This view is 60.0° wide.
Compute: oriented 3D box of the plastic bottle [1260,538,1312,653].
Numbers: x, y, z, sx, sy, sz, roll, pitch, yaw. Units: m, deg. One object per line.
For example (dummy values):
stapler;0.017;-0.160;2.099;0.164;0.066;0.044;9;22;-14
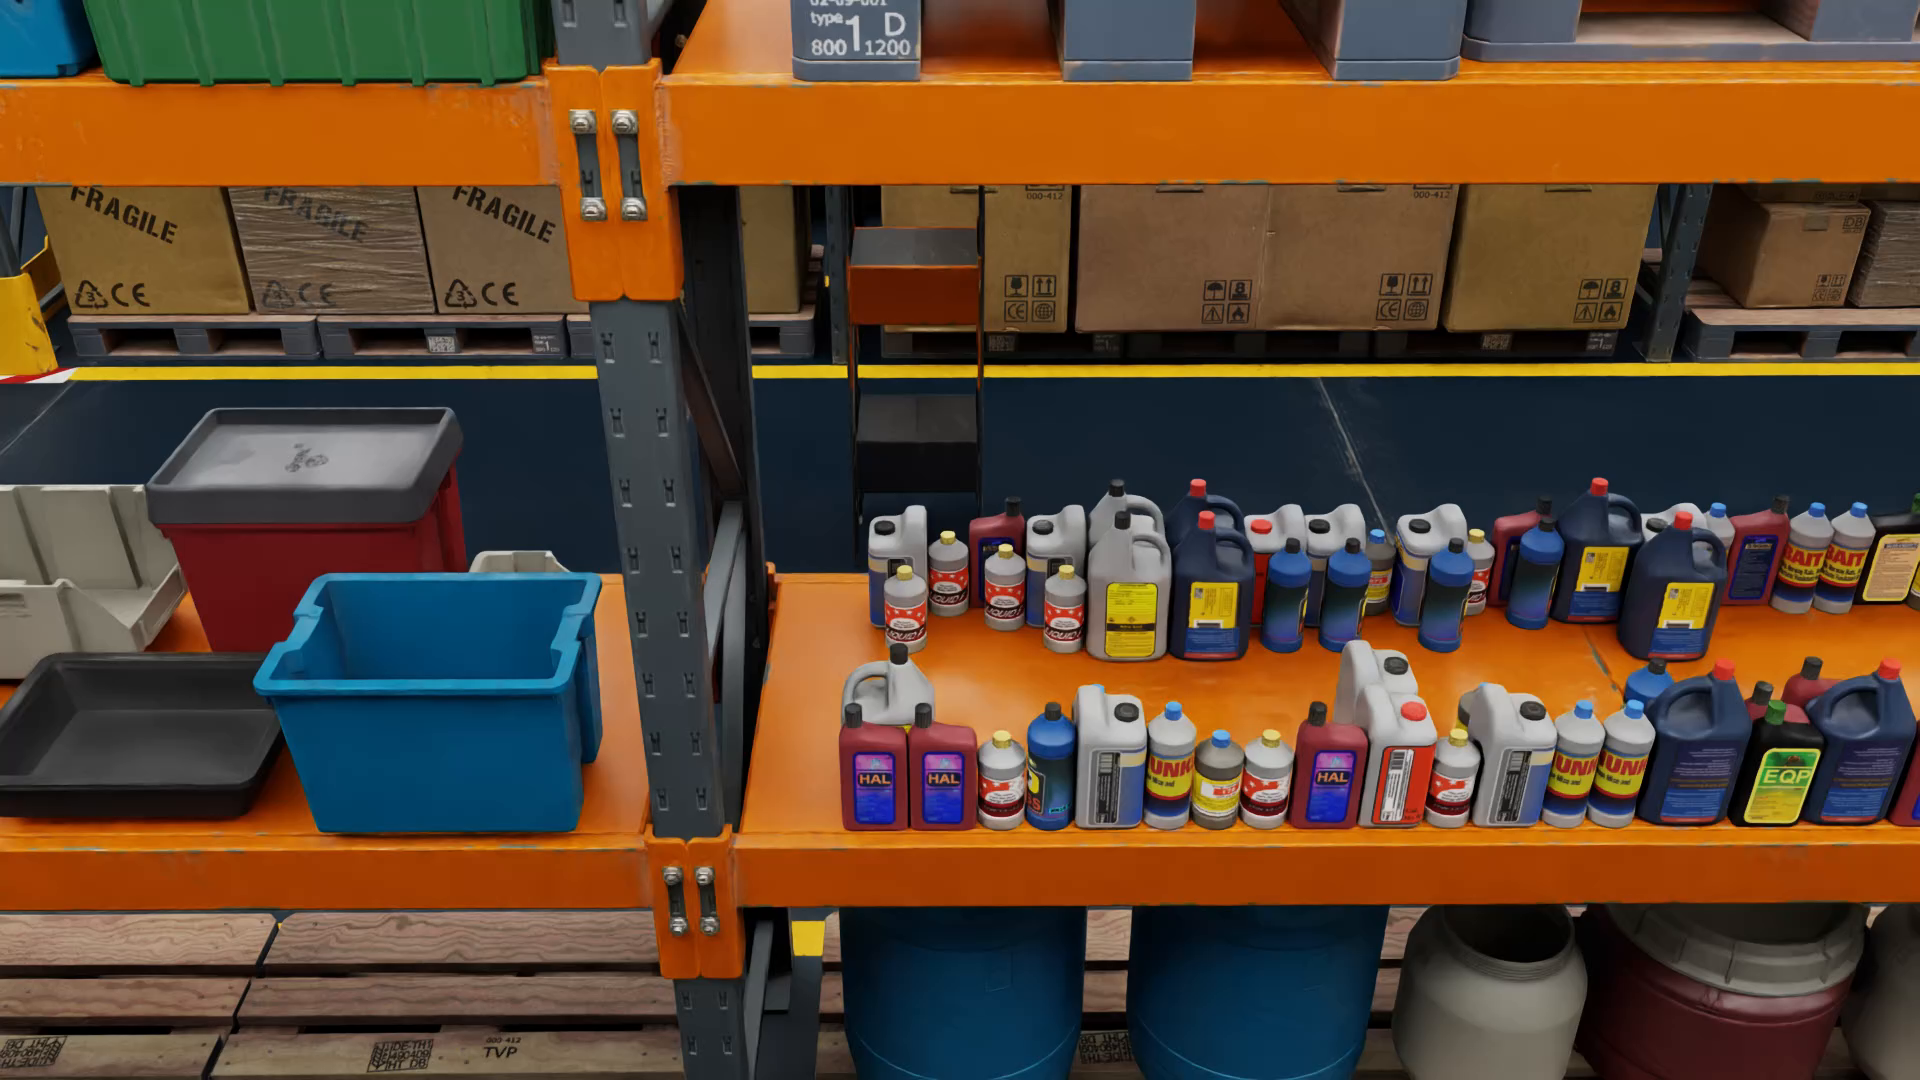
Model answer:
plastic bottle;0.745;0.119;3.786;0.097;0.271;0.097;0;31;0

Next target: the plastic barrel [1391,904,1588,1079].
plastic barrel;1.281;1.105;4.031;0.421;0.512;0.421;0;31;0

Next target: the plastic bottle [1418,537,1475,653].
plastic bottle;1.111;0.118;3.788;0.097;0.271;0.097;0;31;0

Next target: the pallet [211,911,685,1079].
pallet;-1.271;1.386;4.263;1.213;0.211;1.003;0;31;0

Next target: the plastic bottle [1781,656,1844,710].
plastic bottle;1.733;0.360;3.377;0.133;0.283;0.061;0;31;0

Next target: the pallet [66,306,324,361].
pallet;-3.767;-1.236;8.584;1.213;0.211;1.003;0;31;0

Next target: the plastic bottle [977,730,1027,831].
plastic bottle;0.082;0.466;3.282;0.097;0.201;0.097;0;31;0

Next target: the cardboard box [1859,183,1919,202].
cardboard box;4.634;-1.875;8.212;0.500;0.250;0.500;3;31;5

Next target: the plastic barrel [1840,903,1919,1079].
plastic barrel;2.410;1.101;4.037;0.421;0.512;0.421;0;31;0

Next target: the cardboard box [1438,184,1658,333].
cardboard box;2.744;-1.690;8.288;0.875;0.875;1.225;-2;31;-3

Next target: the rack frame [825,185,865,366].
rack frame;-0.566;-2.398;7.811;0.127;3.000;1.000;0;31;0

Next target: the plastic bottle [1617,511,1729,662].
plastic bottle;1.618;0.095;3.750;0.185;0.351;0.144;0;31;0

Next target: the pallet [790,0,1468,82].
pallet;0.247;-1.084;2.935;1.003;0.211;1.213;0;31;0

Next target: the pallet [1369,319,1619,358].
pallet;2.645;-1.255;8.615;1.213;0.211;1.003;0;31;0

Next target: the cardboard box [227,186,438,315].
cardboard box;-3.017;-1.703;8.309;0.875;0.875;0.875;0;31;0

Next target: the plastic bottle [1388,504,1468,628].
plastic bottle;1.092;0.051;3.893;0.135;0.276;0.152;0;31;0

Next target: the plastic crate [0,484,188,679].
plastic crate;-2.064;0.105;3.741;0.530;0.282;0.437;0;31;0

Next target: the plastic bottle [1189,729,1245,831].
plastic bottle;0.508;0.465;3.284;0.097;0.201;0.097;0;31;0

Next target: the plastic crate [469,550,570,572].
plastic crate;-1.003;0.186;3.749;0.243;0.136;0.396;0;31;0

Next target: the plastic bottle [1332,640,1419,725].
plastic bottle;0.854;0.339;3.420;0.135;0.276;0.152;0;31;0

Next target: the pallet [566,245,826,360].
pallet;-1.327;-1.244;8.597;1.213;0.211;1.003;0;31;0

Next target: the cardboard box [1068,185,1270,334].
cardboard box;0.967;-1.685;8.279;0.875;0.875;1.225;-1;31;-2

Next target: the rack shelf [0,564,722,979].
rack shelf;-2.536;0.485;3.753;4.000;0.370;1.077;0;31;0

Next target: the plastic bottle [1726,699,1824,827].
plastic bottle;1.601;0.436;3.253;0.133;0.283;0.061;0;31;0

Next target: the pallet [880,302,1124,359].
pallet;0.205;-1.247;8.602;1.213;0.211;1.003;0;31;0

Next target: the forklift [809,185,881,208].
forklift;-1.205;-3.925;10.394;1.130;2.935;3.031;-7;32;-11

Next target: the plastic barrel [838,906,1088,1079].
plastic barrel;0.008;0.896;4.000;0.708;0.901;0.600;0;31;0

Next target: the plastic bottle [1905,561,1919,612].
plastic bottle;2.317;0.065;3.942;0.097;0.201;0.097;0;31;0

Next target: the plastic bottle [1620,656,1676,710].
plastic bottle;1.397;0.357;3.394;0.097;0.271;0.097;0;31;0

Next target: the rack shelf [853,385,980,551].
rack shelf;-0.166;-0.287;6.575;0.480;0.518;0.431;0;31;0

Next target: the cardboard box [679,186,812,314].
cardboard box;-1.227;-1.709;8.318;0.875;0.875;0.875;0;31;0

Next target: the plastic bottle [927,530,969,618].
plastic bottle;-0.028;0.073;3.930;0.097;0.201;0.097;0;31;0

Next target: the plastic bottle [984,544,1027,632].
plastic bottle;0.105;0.104;3.879;0.097;0.201;0.097;0;31;0

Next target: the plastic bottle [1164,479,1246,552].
plastic bottle;0.566;0.019;3.874;0.185;0.351;0.144;0;31;0

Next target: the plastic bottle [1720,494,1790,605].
plastic bottle;1.873;0.022;3.934;0.133;0.283;0.061;0;31;0

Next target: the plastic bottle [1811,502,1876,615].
plastic bottle;2.086;0.036;3.923;0.097;0.271;0.097;0;31;0

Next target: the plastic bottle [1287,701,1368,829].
plastic bottle;0.721;0.438;3.248;0.133;0.283;0.061;0;31;0

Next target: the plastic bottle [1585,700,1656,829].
plastic bottle;1.300;0.432;3.270;0.097;0.271;0.097;0;31;0

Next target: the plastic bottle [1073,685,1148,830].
plastic bottle;0.295;0.419;3.287;0.135;0.276;0.152;0;31;0

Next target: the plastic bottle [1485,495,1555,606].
plastic bottle;1.323;0.024;3.931;0.133;0.283;0.061;0;31;0

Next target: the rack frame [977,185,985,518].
rack frame;0.078;-0.898;6.206;0.015;2.100;0.400;0;31;0

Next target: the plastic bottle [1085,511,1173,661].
plastic bottle;0.382;0.094;3.750;0.185;0.351;0.144;0;31;0

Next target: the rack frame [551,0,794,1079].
rack frame;-0.536;0.171;3.576;0.127;3.000;1.000;0;31;0

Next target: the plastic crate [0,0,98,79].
plastic crate;-1.445;-0.871;2.564;0.300;0.233;0.416;0;31;0

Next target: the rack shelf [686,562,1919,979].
rack shelf;1.464;0.472;3.773;4.000;0.370;1.077;0;31;0

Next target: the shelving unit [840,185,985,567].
shelving unit;-0.166;-0.897;6.205;0.503;2.100;0.431;0;31;0

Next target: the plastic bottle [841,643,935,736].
plastic bottle;-0.142;0.359;3.314;0.185;0.351;0.144;0;31;0

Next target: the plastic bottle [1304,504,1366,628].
plastic bottle;0.860;0.052;3.892;0.135;0.276;0.152;0;31;0

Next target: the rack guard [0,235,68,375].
rack guard;-4.590;-1.317;8.438;0.348;0.500;1.175;0;31;0

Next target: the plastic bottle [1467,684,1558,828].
plastic bottle;1.087;0.417;3.291;0.135;0.276;0.152;0;31;0

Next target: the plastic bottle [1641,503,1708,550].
plastic bottle;1.642;0.050;3.896;0.135;0.276;0.152;0;31;0

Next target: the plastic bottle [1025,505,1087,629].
plastic bottle;0.221;0.054;3.889;0.135;0.276;0.152;0;31;0

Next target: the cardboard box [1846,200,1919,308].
cardboard box;4.658;-1.551;8.400;0.500;0.500;0.700;-3;31;-4

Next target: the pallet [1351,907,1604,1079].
pallet;1.459;1.377;4.277;1.213;0.211;1.003;0;31;0

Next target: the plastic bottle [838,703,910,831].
plastic bottle;-0.167;0.441;3.244;0.133;0.283;0.061;0;31;0
